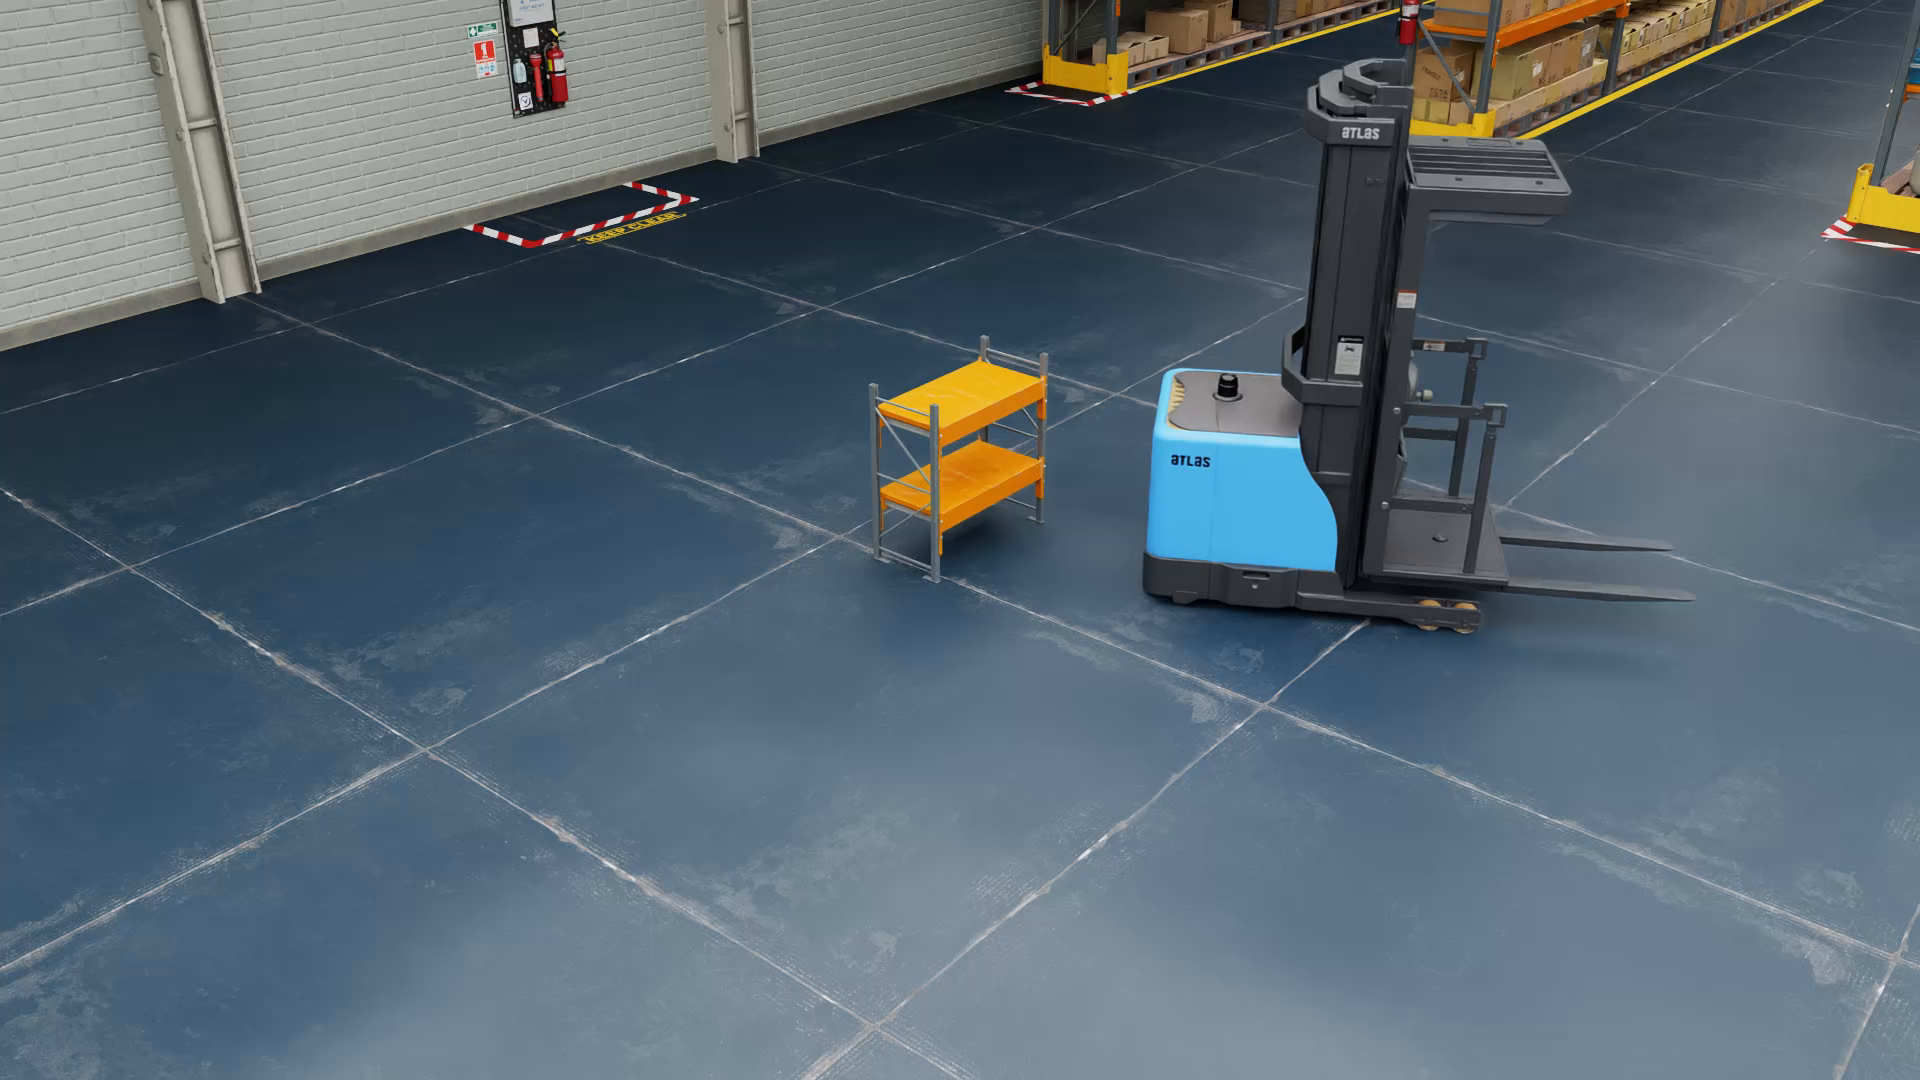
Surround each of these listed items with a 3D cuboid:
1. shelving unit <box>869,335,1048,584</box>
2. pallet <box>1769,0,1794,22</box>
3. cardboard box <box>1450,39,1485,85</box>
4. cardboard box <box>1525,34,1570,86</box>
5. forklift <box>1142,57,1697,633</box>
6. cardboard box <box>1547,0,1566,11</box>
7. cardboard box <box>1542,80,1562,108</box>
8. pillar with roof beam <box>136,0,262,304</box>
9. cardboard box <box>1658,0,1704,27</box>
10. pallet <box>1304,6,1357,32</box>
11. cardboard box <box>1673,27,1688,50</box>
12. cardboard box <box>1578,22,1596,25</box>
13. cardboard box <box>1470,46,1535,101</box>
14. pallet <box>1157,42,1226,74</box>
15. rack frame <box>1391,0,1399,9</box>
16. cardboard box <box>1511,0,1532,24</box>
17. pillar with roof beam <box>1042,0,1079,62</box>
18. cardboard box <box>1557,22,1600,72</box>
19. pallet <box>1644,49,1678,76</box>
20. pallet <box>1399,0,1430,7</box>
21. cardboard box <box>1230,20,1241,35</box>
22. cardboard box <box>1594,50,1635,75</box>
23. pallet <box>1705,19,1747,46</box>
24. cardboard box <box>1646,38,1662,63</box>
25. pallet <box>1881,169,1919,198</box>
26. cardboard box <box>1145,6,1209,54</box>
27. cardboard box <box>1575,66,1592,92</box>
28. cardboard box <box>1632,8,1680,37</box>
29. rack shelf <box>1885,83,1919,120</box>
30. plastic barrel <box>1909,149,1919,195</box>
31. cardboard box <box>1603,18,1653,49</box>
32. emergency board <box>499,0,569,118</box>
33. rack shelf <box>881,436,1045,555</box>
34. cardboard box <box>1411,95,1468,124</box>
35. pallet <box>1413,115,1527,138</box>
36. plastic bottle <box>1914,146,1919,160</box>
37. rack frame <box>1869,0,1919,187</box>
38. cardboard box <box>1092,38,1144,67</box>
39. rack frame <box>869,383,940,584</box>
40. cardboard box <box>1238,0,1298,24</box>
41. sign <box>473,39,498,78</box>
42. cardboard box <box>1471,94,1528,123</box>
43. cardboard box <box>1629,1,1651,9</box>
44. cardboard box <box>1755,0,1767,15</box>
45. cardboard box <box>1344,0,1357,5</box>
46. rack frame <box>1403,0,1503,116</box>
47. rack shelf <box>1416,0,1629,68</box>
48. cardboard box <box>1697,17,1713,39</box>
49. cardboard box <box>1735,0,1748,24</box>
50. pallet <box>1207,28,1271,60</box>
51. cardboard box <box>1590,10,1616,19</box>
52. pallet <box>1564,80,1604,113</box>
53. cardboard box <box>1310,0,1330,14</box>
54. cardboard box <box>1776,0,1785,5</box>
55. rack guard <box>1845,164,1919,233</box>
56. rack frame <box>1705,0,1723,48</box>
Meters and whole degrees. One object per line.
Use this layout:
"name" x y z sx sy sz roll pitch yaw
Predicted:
"shelving unit" 0.004 -0.502 9.996 0.538 1.125 1.048 21 34 34
"pallet" 12.539 -8.478 26.409 1.003 0.211 1.213 21 34 34
"cardboard box" 6.131 -5.696 19.715 0.500 0.500 0.500 21 34 34
"cardboard box" 6.863 -5.716 19.754 0.500 0.500 0.500 21 34 34
"forklift" 2.614 -1.047 9.085 3.031 2.935 1.130 5 28 9
"cardboard box" 6.684 -6.518 19.475 0.700 0.500 0.500 22 35 36
"cardboard box" 6.863 -5.383 19.927 0.500 0.250 0.500 21 34 34
"pillar with roof beam" -2.964 -4.861 9.853 9.100 9.000 0.400 21 34 34
"cardboard box" 10.014 -7.369 23.154 0.500 0.311 0.500 20 34 34
"pallet" 5.384 -8.099 25.675 1.003 0.211 1.213 21 34 34
"cardboard box" 9.689 -6.944 22.945 0.500 0.250 0.500 22 34 36
"cardboard box" 7.975 -6.622 21.710 0.500 0.311 0.500 21 34 34
"cardboard box" 6.224 -5.363 19.072 0.500 0.500 0.500 21 34 34
"pallet" 2.938 -6.705 22.981 1.003 0.211 1.213 21 34 34
"rack frame" 6.658 -10.045 26.402 1.000 3.000 0.127 21 34 34
"cardboard box" 6.032 -6.155 18.775 0.700 0.500 0.500 22 34 36
"pillar with roof beam" 4.669 -9.116 18.077 9.100 9.000 0.400 21 34 34
"cardboard box" 7.485 -6.076 20.450 0.500 0.500 0.500 21 34 34
"pallet" 9.153 -6.649 22.872 1.003 0.211 1.213 21 34 34
"pallet" 7.218 -9.064 27.540 1.003 0.211 1.213 21 34 34
"cardboard box" 3.797 -7.365 23.827 0.380 0.166 0.250 16 31 28
"cardboard box" 8.386 -6.216 21.536 0.500 0.250 0.500 20 33 33
"pallet" 10.987 -7.613 24.737 1.003 0.211 1.213 21 34 34
"cardboard box" 9.040 -6.581 22.242 0.500 0.250 0.500 20 33 33
"pallet" 9.747 -3.401 16.595 1.003 0.211 1.213 21 34 34
"cardboard box" 2.947 -6.960 22.681 0.700 0.500 0.500 18 33 31
"cardboard box" 7.487 -5.742 20.621 0.500 0.250 0.500 21 34 34
"cardboard box" 9.371 -7.013 22.468 0.500 0.311 0.500 22 34 36
"rack shelf" 10.486 -4.702 16.858 1.077 0.370 4.000 21 34 34
"plastic barrel" 9.574 -3.650 16.291 0.421 0.512 0.421 0 27 0
"cardboard box" 8.716 -6.644 21.753 0.500 0.311 0.500 20 34 34
"emergency board" -4.070 -4.717 16.103 0.194 1.169 0.643 21 34 34
"rack shelf" 0.004 -0.285 10.109 0.538 0.278 1.000 21 34 34
"cardboard box" 5.508 -5.003 19.193 0.500 0.250 0.500 21 34 34
"pallet" 5.849 -4.807 19.311 1.003 0.211 1.213 21 34 34
"plastic bottle" 10.044 -4.045 17.370 0.097 0.201 0.097 0 27 0
"rack frame" 9.214 -4.313 15.322 1.000 3.000 0.127 21 34 34
"cardboard box" 2.079 -6.428 21.859 0.500 0.311 0.500 17 32 29
"rack frame" -0.319 -0.322 9.648 0.500 1.125 0.032 21 34 34
"cardboard box" 4.569 -7.977 24.648 0.700 0.500 0.500 22 35 36
"sign" -4.502 -4.567 15.774 0.001 0.329 0.234 21 34 34
"cardboard box" 6.222 -5.030 19.245 0.500 0.250 0.500 21 34 34
"cardboard box" 9.269 -7.344 23.106 0.500 0.311 0.500 20 33 33
"cardboard box" 11.973 -8.311 25.293 0.500 0.500 0.500 19 33 33
"cardboard box" 5.823 -8.711 26.065 0.700 0.500 0.500 21 34 34
"rack frame" 5.394 -5.762 18.123 1.000 3.000 0.127 21 34 34
"rack shelf" 6.667 -6.151 19.659 1.077 0.370 4.000 21 34 34
"cardboard box" 10.337 -7.306 23.643 0.500 0.250 0.500 22 34 36
"cardboard box" 11.322 -7.948 24.592 0.500 0.500 0.500 19 33 33
"pallet" 3.714 -7.139 23.821 1.003 0.211 1.213 21 34 34
"cardboard box" 8.620 -6.984 22.411 0.500 0.311 0.500 21 34 34
"pallet" 7.401 -5.672 20.984 1.003 0.211 1.213 21 34 34
"cardboard box" 5.215 -8.344 25.357 0.700 0.500 0.500 21 34 35
"cardboard box" 12.614 -8.670 25.986 0.500 0.500 0.500 21 34 35
"rack guard" 9.226 -3.243 15.975 1.175 0.500 0.348 21 34 34
"rack frame" 10.483 -8.598 23.606 1.000 3.000 0.127 21 34 34
